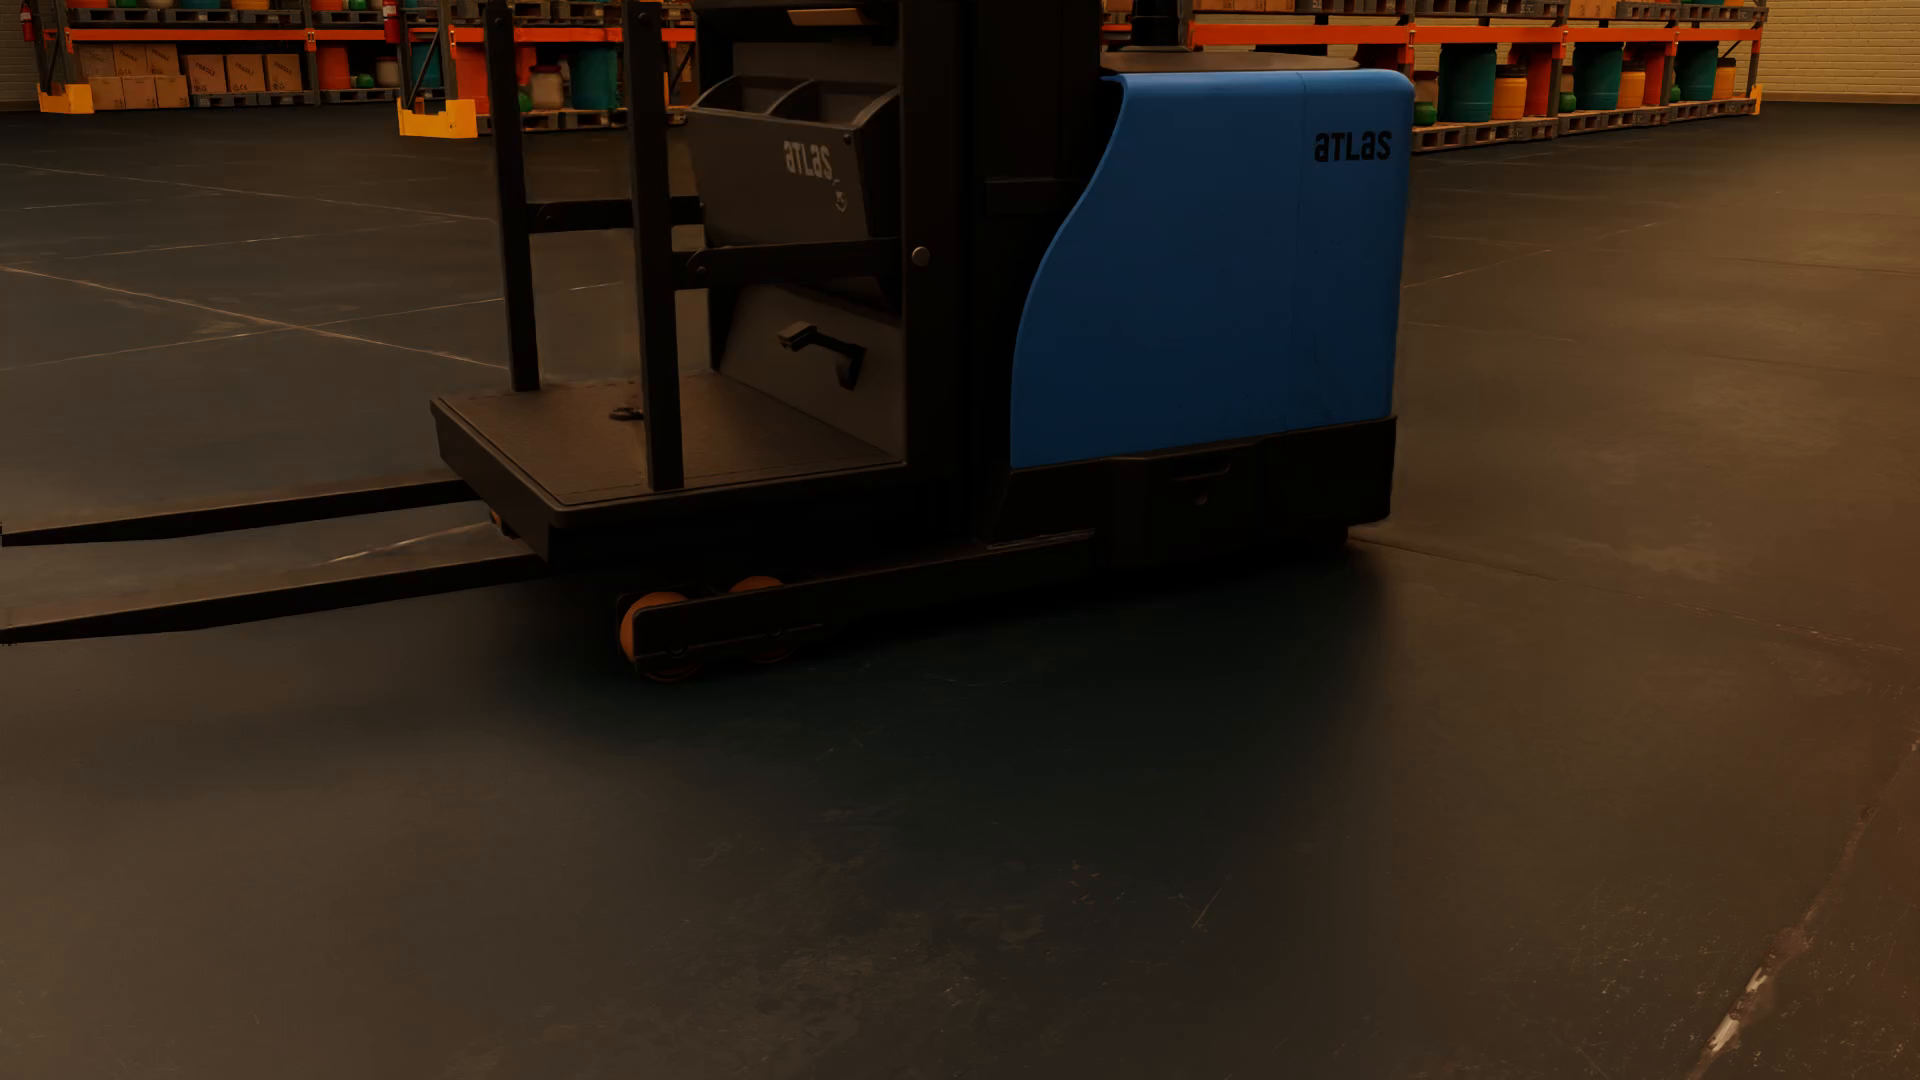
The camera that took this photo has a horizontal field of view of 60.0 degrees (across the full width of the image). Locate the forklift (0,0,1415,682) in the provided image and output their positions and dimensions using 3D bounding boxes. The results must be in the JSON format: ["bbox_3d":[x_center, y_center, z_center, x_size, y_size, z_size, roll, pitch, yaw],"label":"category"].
[{"bbox_3d":[-0.535,-1.314,3.225,3.031,2.935,1.130,-9,19,-27],"label":"forklift"}]
